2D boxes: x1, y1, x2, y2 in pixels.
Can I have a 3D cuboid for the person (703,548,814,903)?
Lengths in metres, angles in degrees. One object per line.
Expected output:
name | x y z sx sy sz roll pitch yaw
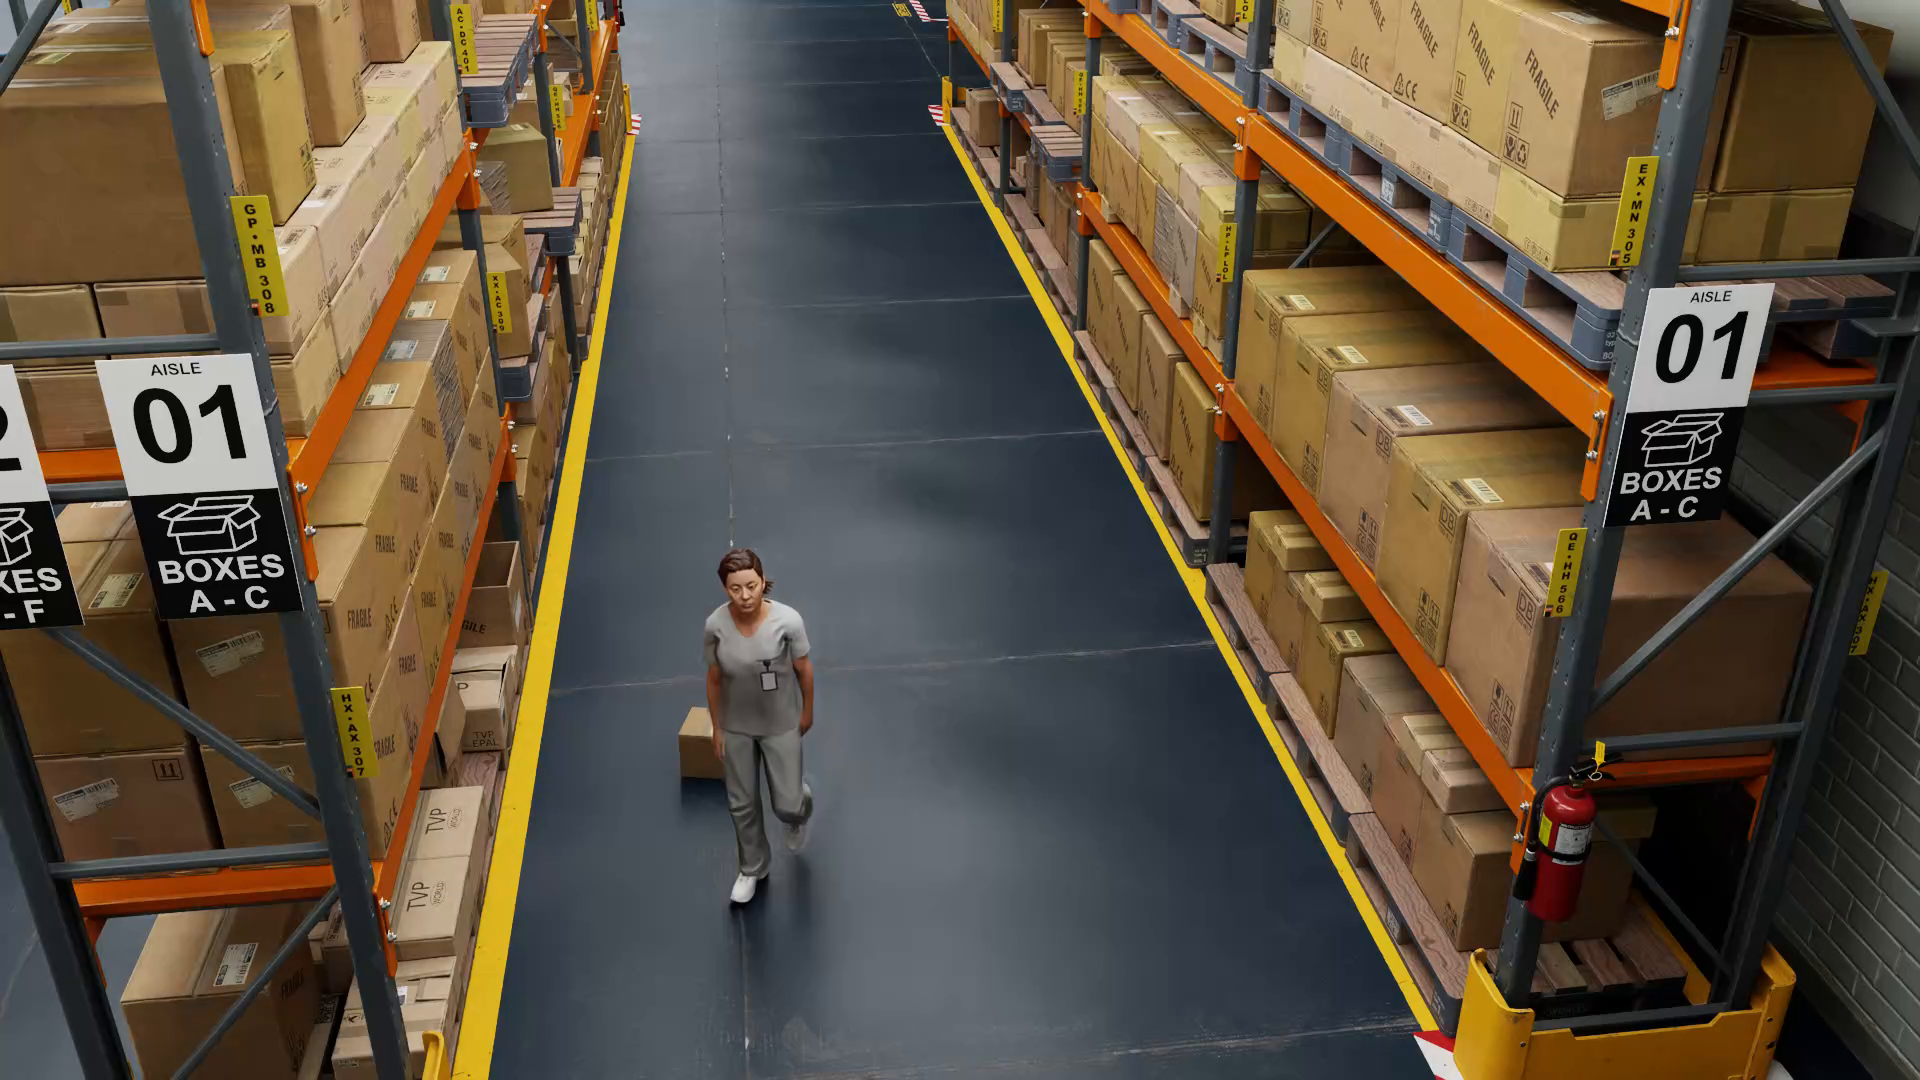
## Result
person | -0.843 0.762 7.134 0.449 1.635 0.557 2 27 5
